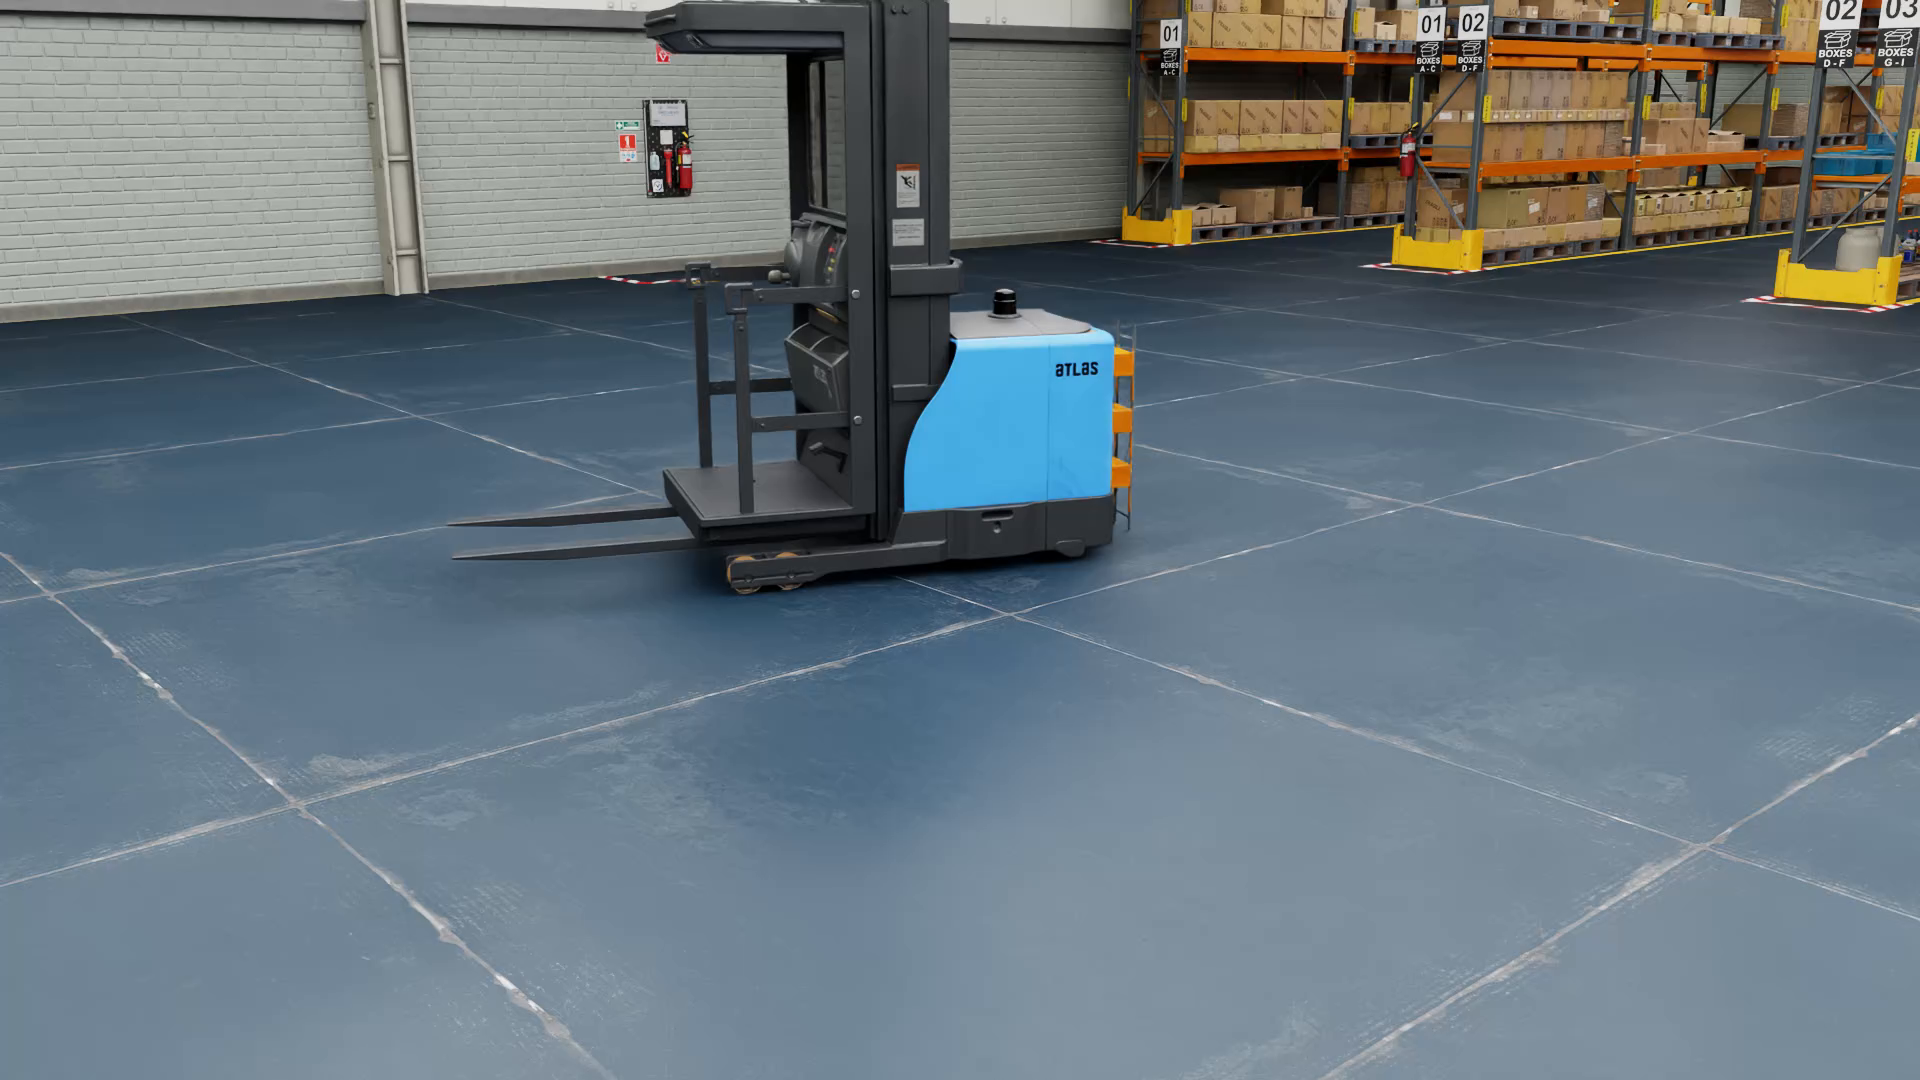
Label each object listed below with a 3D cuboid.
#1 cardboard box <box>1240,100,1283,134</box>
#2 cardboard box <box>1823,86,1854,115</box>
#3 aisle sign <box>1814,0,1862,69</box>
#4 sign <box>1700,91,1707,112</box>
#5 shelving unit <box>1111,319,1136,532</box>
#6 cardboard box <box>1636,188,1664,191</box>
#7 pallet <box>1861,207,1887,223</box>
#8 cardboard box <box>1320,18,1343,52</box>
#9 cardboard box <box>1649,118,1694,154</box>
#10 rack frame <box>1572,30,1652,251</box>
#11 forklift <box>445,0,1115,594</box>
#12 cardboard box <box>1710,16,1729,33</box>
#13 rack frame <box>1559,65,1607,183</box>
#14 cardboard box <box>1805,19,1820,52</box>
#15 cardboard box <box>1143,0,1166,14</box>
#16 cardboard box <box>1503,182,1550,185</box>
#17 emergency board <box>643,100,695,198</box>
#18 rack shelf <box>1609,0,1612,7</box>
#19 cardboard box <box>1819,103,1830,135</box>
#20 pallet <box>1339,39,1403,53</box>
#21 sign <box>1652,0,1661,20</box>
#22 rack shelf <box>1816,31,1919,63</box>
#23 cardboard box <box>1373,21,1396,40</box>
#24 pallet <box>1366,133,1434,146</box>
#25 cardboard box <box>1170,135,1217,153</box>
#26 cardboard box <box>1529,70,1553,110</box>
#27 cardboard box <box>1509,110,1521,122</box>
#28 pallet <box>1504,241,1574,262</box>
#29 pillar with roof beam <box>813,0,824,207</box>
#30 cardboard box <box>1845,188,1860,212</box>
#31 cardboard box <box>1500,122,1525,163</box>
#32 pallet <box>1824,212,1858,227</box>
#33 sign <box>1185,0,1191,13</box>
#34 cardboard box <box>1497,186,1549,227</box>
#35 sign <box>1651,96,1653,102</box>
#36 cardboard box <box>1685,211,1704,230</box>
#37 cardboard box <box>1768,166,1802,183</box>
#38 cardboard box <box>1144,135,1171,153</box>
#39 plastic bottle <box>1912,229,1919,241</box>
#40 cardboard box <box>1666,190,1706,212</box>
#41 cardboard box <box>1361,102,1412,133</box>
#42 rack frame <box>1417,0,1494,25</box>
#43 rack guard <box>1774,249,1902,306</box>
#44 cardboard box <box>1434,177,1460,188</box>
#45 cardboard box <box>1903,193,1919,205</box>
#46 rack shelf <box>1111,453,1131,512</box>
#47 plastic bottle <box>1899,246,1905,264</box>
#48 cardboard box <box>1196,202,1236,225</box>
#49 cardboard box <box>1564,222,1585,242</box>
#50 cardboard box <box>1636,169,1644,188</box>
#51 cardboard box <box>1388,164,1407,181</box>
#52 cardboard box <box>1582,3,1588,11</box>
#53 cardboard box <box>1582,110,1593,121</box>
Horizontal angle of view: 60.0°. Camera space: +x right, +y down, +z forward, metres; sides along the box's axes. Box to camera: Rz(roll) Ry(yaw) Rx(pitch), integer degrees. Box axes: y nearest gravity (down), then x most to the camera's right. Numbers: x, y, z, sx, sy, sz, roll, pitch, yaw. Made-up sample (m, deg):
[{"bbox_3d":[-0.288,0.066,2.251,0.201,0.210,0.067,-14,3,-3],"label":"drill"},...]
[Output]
[{"bbox_3d":[4.623,-6.533,25.694,0.500,0.500,0.500,-12,19,-38],"label":"cardboard box"},{"bbox_3d":[15.429,-7.690,29.095,0.500,0.500,0.500,-13,19,-39],"label":"cardboard box"},{"bbox_3d":[9.164,-5.326,17.340,0.004,0.787,0.394,-13,19,-39],"label":"aisle sign"},{"bbox_3d":[11.837,-6.970,26.441,0.005,0.325,0.100,-13,19,-39],"label":"sign"},{"bbox_3d":[0.710,-0.561,8.317,0.252,1.050,0.215,-5,16,-18],"label":"shelving unit"},{"bbox_3d":[10.448,-5.195,25.313,0.500,0.311,0.500,-13,20,-40],"label":"cardboard box"},{"bbox_3d":[15.736,-5.791,29.522,1.213,0.211,1.003,-13,19,-39],"label":"pallet"},{"bbox_3d":[5.707,-8.004,26.357,0.500,0.500,0.500,-12,19,-38],"label":"cardboard box"},{"bbox_3d":[10.548,-6.017,24.768,0.500,0.500,0.500,-13,19,-39],"label":"cardboard box"},{"bbox_3d":[9.182,-5.667,23.654,0.127,3.000,1.000,-13,19,-39],"label":"rack frame"},{"bbox_3d":[-0.843,-1.330,7.551,3.031,2.935,1.130,-5,16,-18],"label":"forklift"},{"bbox_3d":[11.072,-7.650,24.740,0.500,0.250,0.500,-13,20,-40],"label":"cardboard box"},{"bbox_3d":[11.963,-7.986,32.336,0.127,3.000,1.000,-13,19,-39],"label":"rack frame"},{"bbox_3d":[13.284,-8.097,26.745,0.500,0.500,0.910,-13,19,-39],"label":"cardboard box"},{"bbox_3d":[3.064,-8.067,24.658,0.500,0.500,0.500,-12,19,-37],"label":"cardboard box"},{"bbox_3d":[7.873,-4.717,23.158,0.500,0.500,0.500,-13,19,-39],"label":"cardboard box"},{"bbox_3d":[-3.545,-4.813,20.455,0.643,1.169,0.194,-13,19,-39],"label":"emergency board"},{"bbox_3d":[10.454,-10.005,30.438,4.000,0.370,1.077,-13,19,-39],"label":"rack shelf"},{"bbox_3d":[13.925,-6.962,27.495,0.700,0.500,0.500,10,18,33],"label":"cardboard box"},{"bbox_3d":[6.463,-8.073,27.213,1.003,0.211,1.213,-13,19,-39],"label":"pallet"},{"bbox_3d":[9.548,-7.297,22.786,0.005,0.325,0.100,-13,19,-39],"label":"sign"},{"bbox_3d":[10.922,-5.465,18.479,4.000,0.370,1.077,-13,19,-39],"label":"rack shelf"},{"bbox_3d":[6.857,-8.421,27.511,0.500,0.311,0.500,-12,19,-38],"label":"cardboard box"},{"bbox_3d":[7.479,-6.873,28.538,1.213,0.211,1.003,-13,19,-39],"label":"pallet"},{"bbox_3d":[3.487,-5.911,24.820,0.500,0.250,0.500,-13,20,-41],"label":"cardboard box"},{"bbox_3d":[7.338,-5.926,21.915,0.500,0.500,0.700,-13,19,-39],"label":"cardboard box"},{"bbox_3d":[6.989,-5.463,21.439,0.250,0.149,0.380,-13,19,-39],"label":"cardboard box"},{"bbox_3d":[7.634,-3.986,22.762,1.213,0.211,1.003,-13,19,-39],"label":"pallet"},{"bbox_3d":[1.170,-7.284,18.083,0.400,9.000,9.100,-13,19,-39],"label":"pillar with roof beam"},{"bbox_3d":[15.033,-5.888,28.472,0.500,0.500,0.500,-13,20,-40],"label":"cardboard box"},{"bbox_3d":[6.918,-5.204,21.728,0.500,0.500,0.700,-12,19,-38],"label":"cardboard box"},{"bbox_3d":[14.629,-5.530,28.544,1.213,0.211,1.003,-13,19,-39],"label":"pallet"},{"bbox_3d":[3.267,-7.719,23.830,0.005,0.325,0.100,-13,19,-39],"label":"sign"},{"bbox_3d":[7.460,-4.446,22.144,0.500,0.500,0.500,-13,19,-39],"label":"cardboard box"},{"bbox_3d":[14.621,-9.229,35.159,0.005,0.325,0.100,-13,19,-39],"label":"sign"},{"bbox_3d":[10.809,-4.822,25.006,0.500,0.250,0.500,-12,19,-38],"label":"cardboard box"},{"bbox_3d":[13.938,-6.186,28.133,0.500,0.250,0.500,-13,19,-39],"label":"cardboard box"},{"bbox_3d":[3.136,-6.007,25.180,0.500,0.250,0.500,-12,19,-39],"label":"cardboard box"},{"bbox_3d":[11.550,-3.579,20.117,0.185,0.351,0.144,-12,19,-38],"label":"plastic bottle"},{"bbox_3d":[10.817,-5.095,24.939,0.500,0.311,0.500,-12,19,-38],"label":"cardboard box"},{"bbox_3d":[7.237,-7.182,28.280,0.500,0.500,0.700,-10,18,-32],"label":"cardboard box"},{"bbox_3d":[6.165,-7.888,20.343,0.127,3.000,1.000,-13,19,-39],"label":"rack frame"},{"bbox_3d":[9.440,-2.839,17.910,0.348,0.500,1.175,-13,19,-39],"label":"rack guard"},{"bbox_3d":[8.436,-6.181,29.570,0.500,0.500,0.700,-12,19,-39],"label":"cardboard box"},{"bbox_3d":[17.250,-6.289,30.458,0.500,0.250,0.500,-13,19,-39],"label":"cardboard box"},{"bbox_3d":[0.710,-0.283,8.392,0.240,0.259,0.215,-5,16,-18],"label":"rack shelf"},{"bbox_3d":[11.059,-3.355,19.569,0.097,0.201,0.097,0,15,0],"label":"plastic bottle"},{"bbox_3d":[3.921,-5.063,25.750,0.500,0.311,0.500,-11,18,-35],"label":"cardboard box"},{"bbox_3d":[8.225,-4.250,22.864,0.500,0.250,0.500,-13,19,-39],"label":"cardboard box"},{"bbox_3d":[13.364,-7.259,33.644,0.500,0.500,0.700,-12,19,-38],"label":"cardboard box"},{"bbox_3d":[7.580,-6.371,28.828,0.500,0.250,0.500,-13,20,-40],"label":"cardboard box"},{"bbox_3d":[8.222,-7.218,22.737,0.500,0.311,0.500,-14,20,-42],"label":"cardboard box"},{"bbox_3d":[8.349,-5.769,22.585,0.250,0.149,0.380,-13,20,-40],"label":"cardboard box"}]
